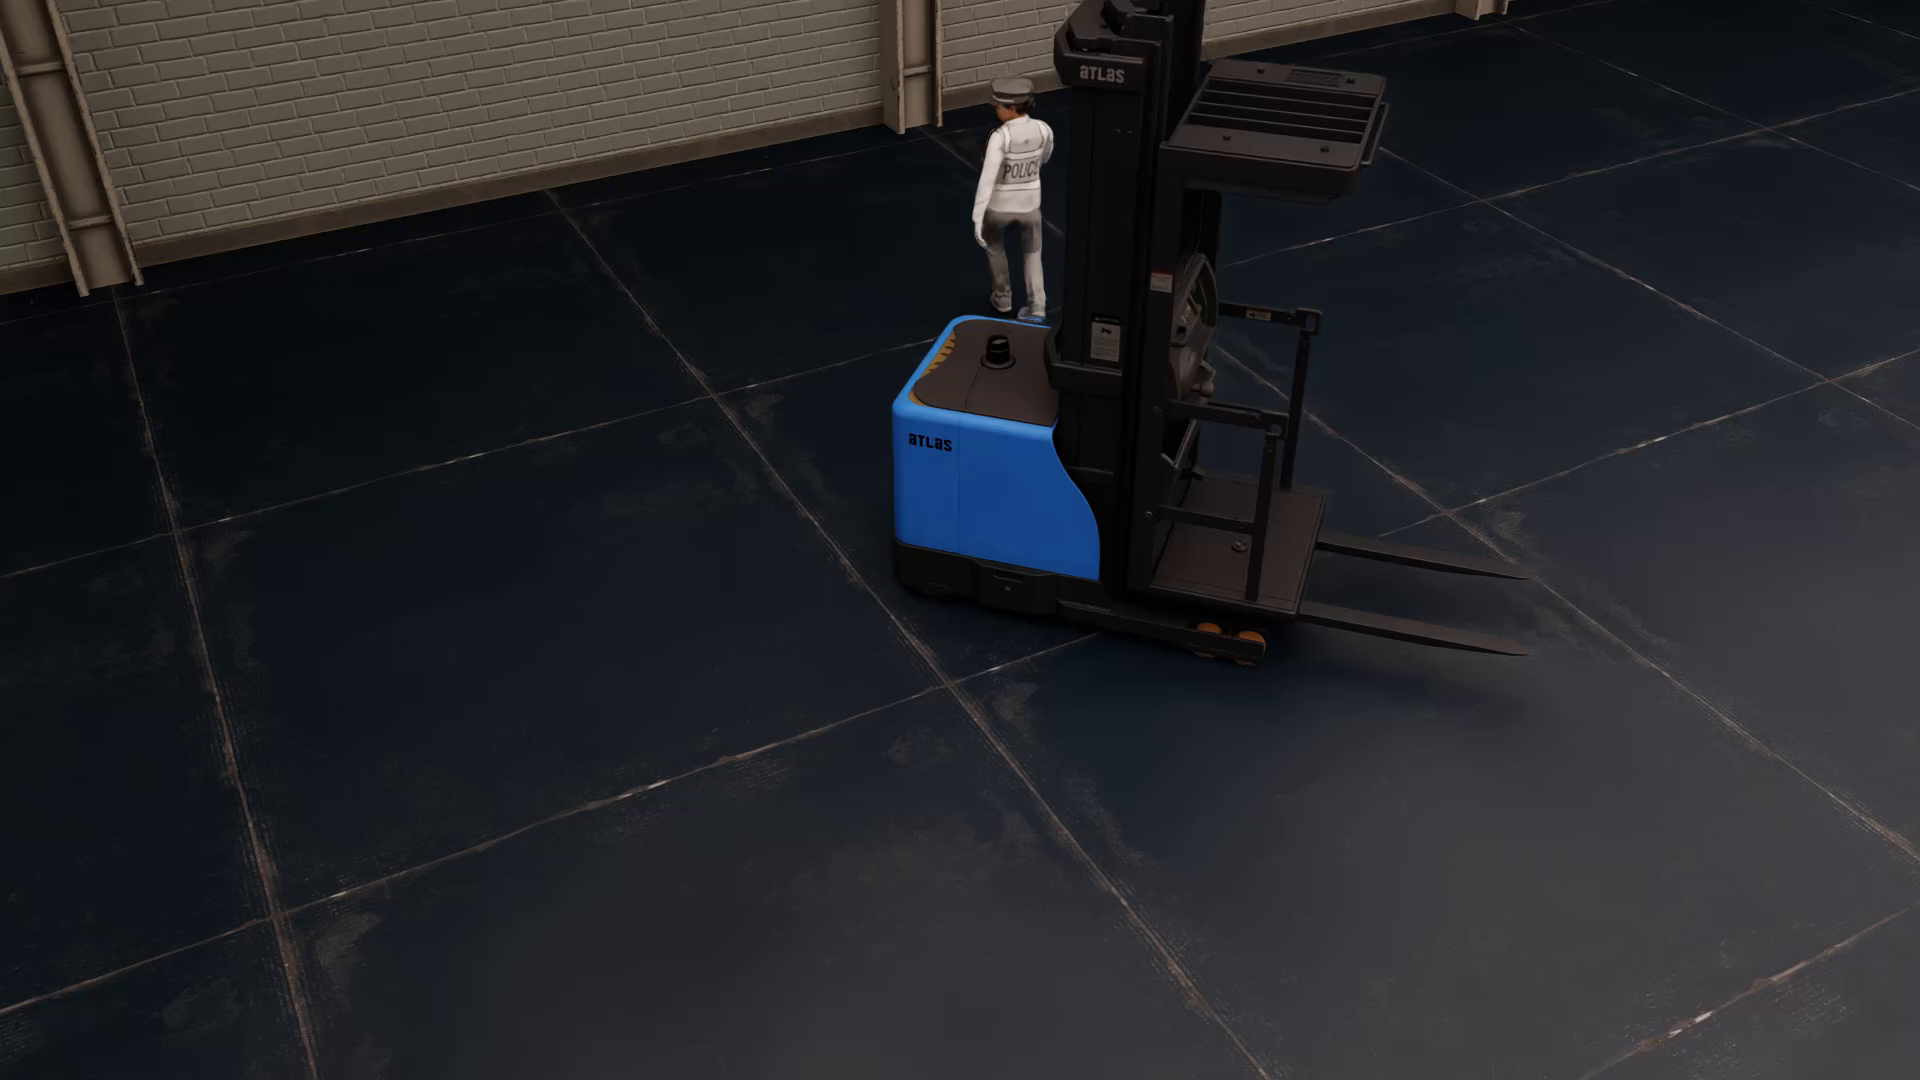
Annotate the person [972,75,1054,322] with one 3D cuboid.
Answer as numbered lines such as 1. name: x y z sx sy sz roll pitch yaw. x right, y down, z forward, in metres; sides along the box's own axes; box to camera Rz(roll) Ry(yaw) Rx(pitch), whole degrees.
1. person: 0.306 -2.056 10.209 0.552 1.597 0.710 -6 36 -8

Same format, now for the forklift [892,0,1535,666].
1. forklift: 1.242 -0.949 7.466 3.031 2.935 1.130 11 37 15
